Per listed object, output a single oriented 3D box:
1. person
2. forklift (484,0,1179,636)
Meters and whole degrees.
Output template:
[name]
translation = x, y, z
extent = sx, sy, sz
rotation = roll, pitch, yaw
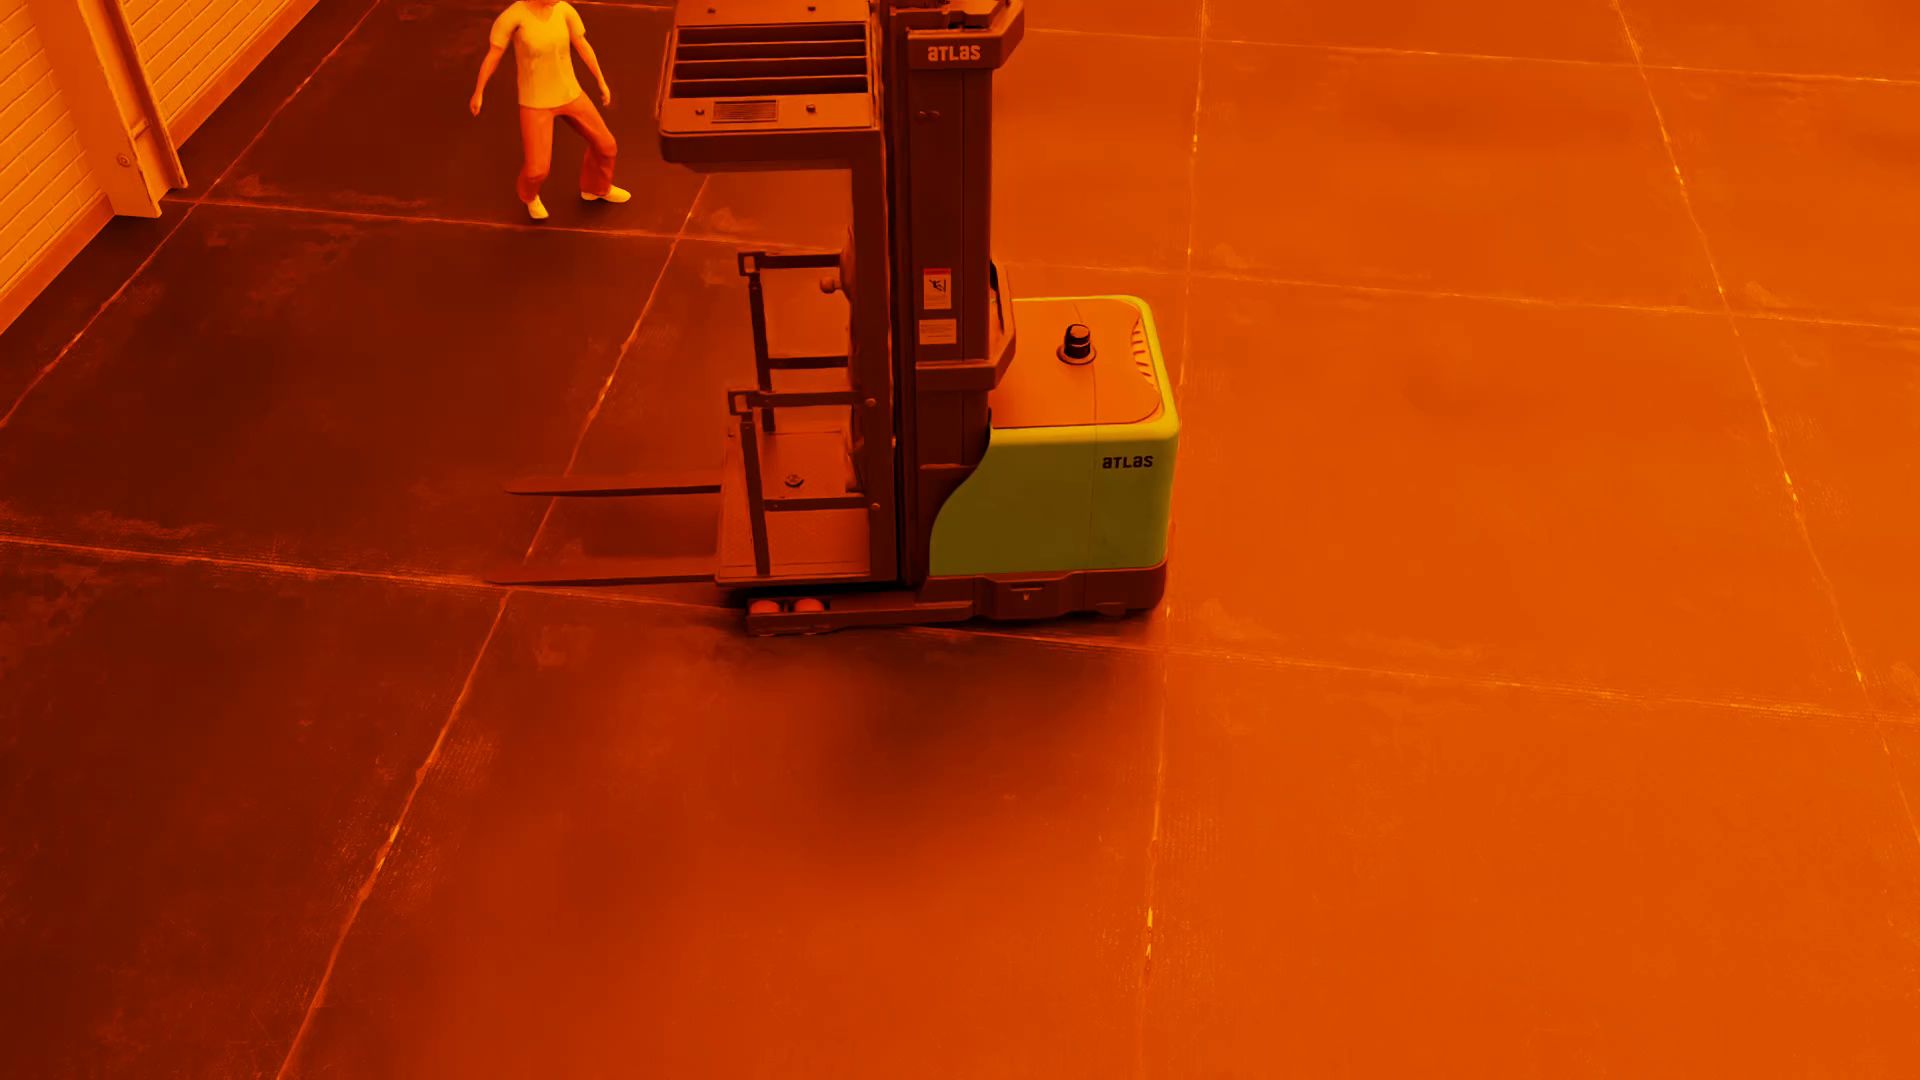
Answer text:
[person]
translation = -2.397, -2.572, 9.517
extent = 0.813, 1.598, 0.477
rotation = -22, 47, -22
[forklift]
translation = -0.616, -1.019, 6.834
extent = 3.031, 2.935, 1.130
rotation = -2, 43, -3
